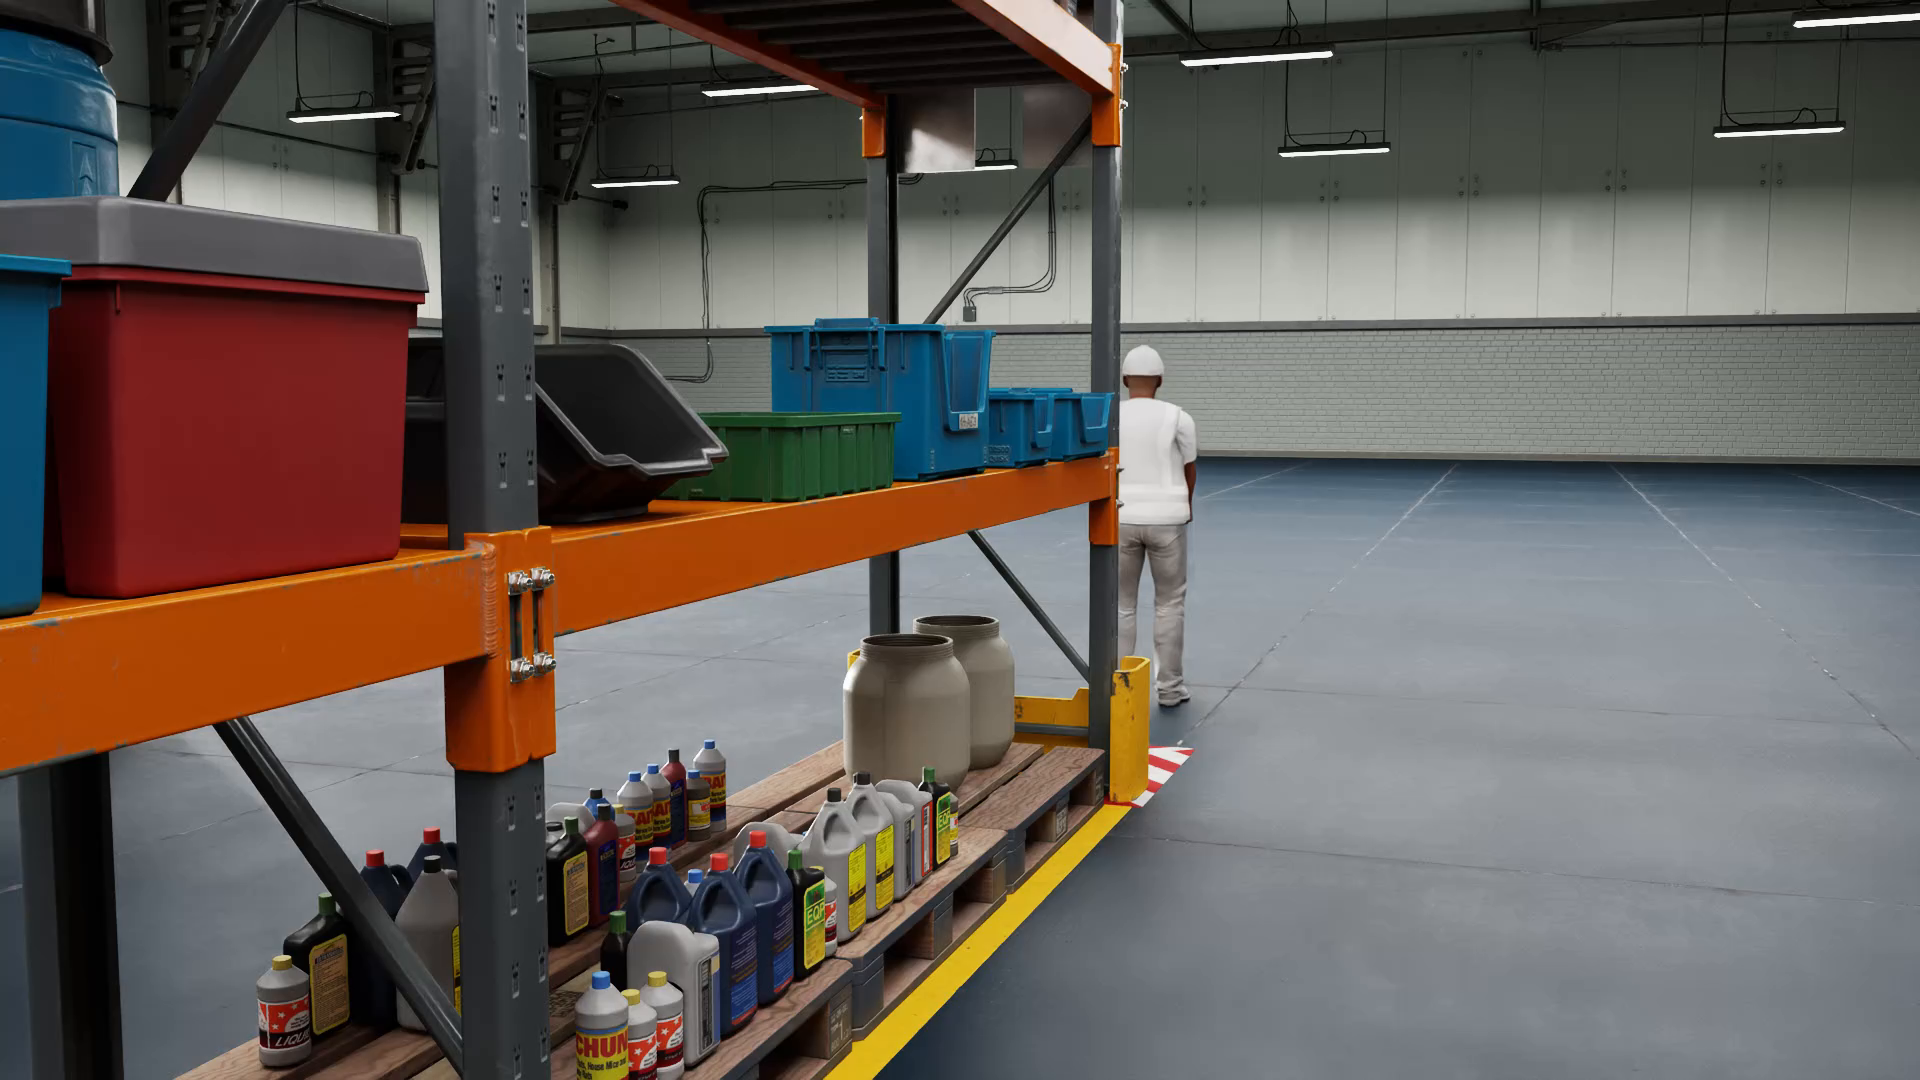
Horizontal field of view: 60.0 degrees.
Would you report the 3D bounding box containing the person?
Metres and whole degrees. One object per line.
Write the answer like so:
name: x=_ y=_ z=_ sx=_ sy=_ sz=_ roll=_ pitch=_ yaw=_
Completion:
person: x=0.941 y=-0.084 z=8.306 sx=0.505 sy=1.763 sz=0.559 roll=2 pitch=5 yaw=19
